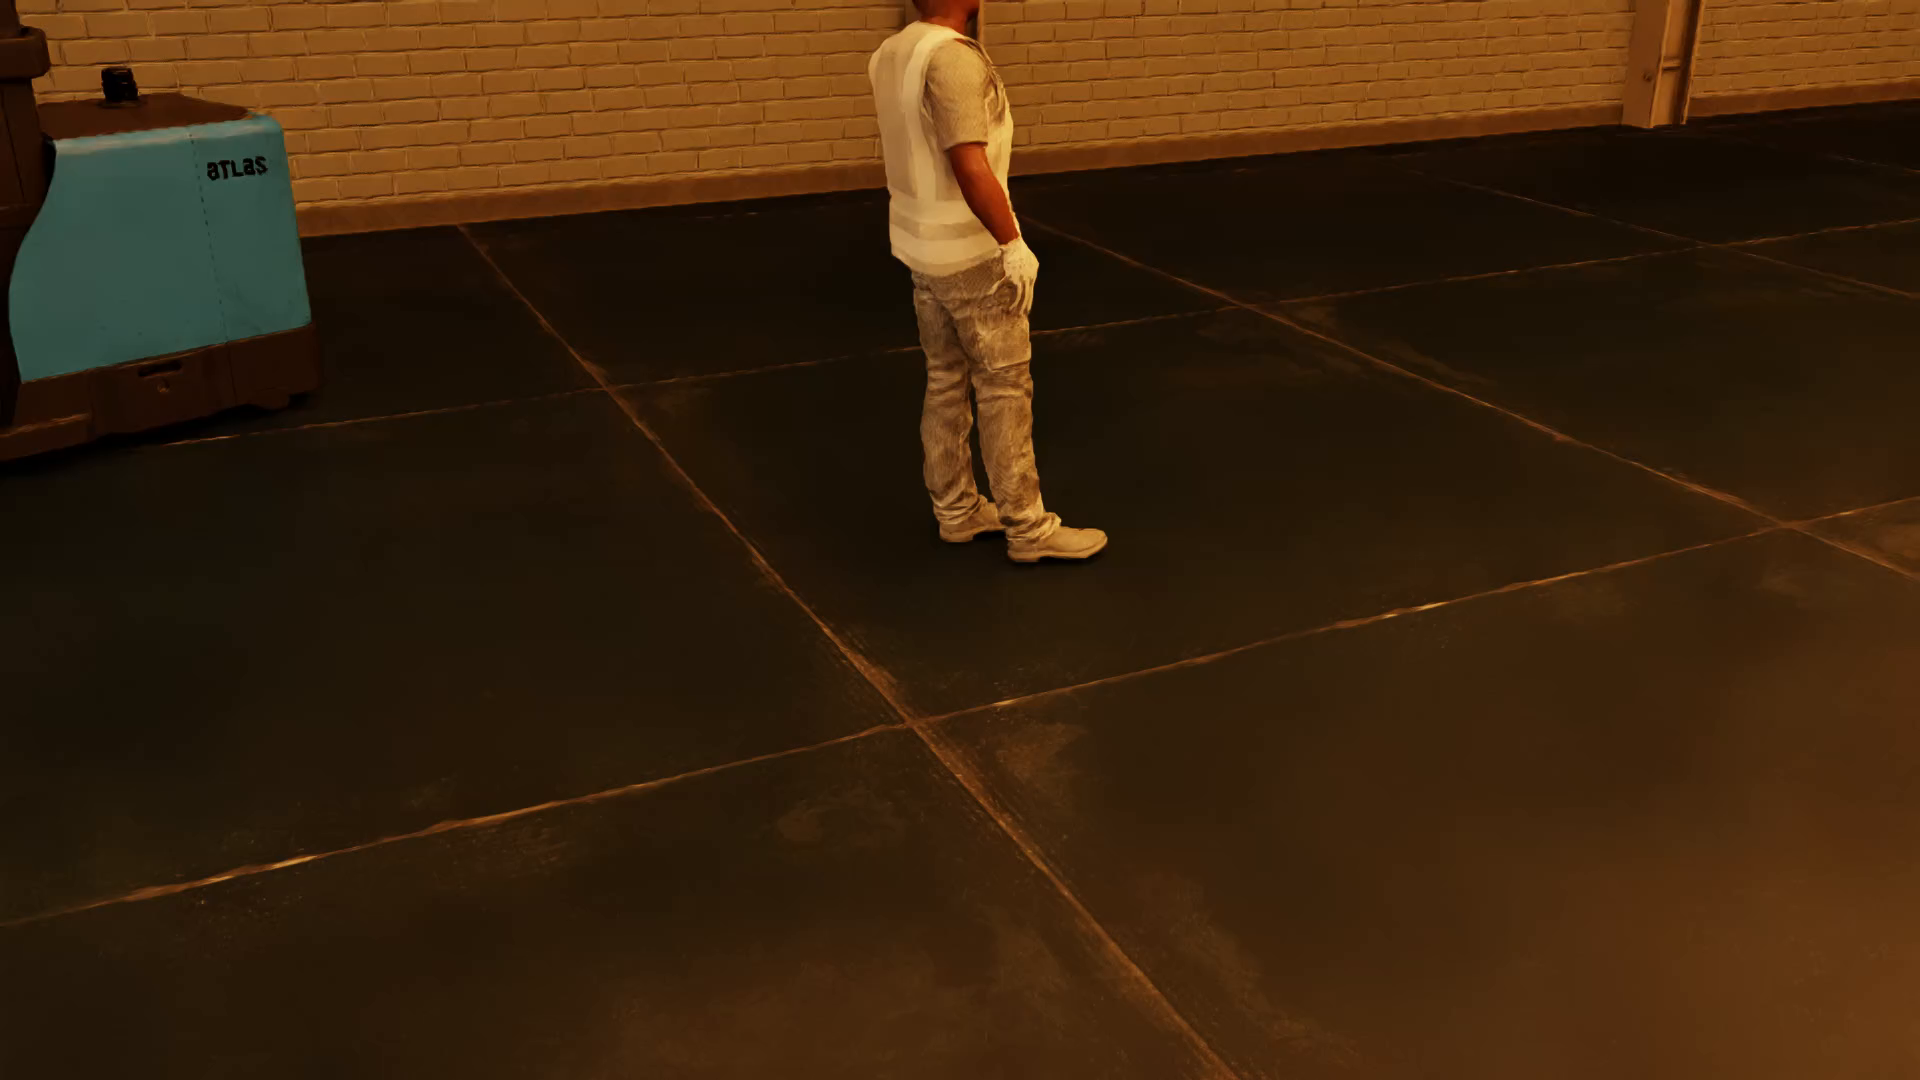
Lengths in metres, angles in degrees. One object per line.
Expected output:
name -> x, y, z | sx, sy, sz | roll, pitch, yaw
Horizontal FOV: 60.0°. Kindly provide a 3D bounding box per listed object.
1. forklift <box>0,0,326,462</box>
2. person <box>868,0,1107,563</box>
forklift -> -3.823, -1.610, 5.162 | 1.130, 2.935, 3.031 | 21, 30, 41
person -> 0.069, -0.839, 4.784 | 0.576, 1.782, 0.655 | -10, 25, -23
